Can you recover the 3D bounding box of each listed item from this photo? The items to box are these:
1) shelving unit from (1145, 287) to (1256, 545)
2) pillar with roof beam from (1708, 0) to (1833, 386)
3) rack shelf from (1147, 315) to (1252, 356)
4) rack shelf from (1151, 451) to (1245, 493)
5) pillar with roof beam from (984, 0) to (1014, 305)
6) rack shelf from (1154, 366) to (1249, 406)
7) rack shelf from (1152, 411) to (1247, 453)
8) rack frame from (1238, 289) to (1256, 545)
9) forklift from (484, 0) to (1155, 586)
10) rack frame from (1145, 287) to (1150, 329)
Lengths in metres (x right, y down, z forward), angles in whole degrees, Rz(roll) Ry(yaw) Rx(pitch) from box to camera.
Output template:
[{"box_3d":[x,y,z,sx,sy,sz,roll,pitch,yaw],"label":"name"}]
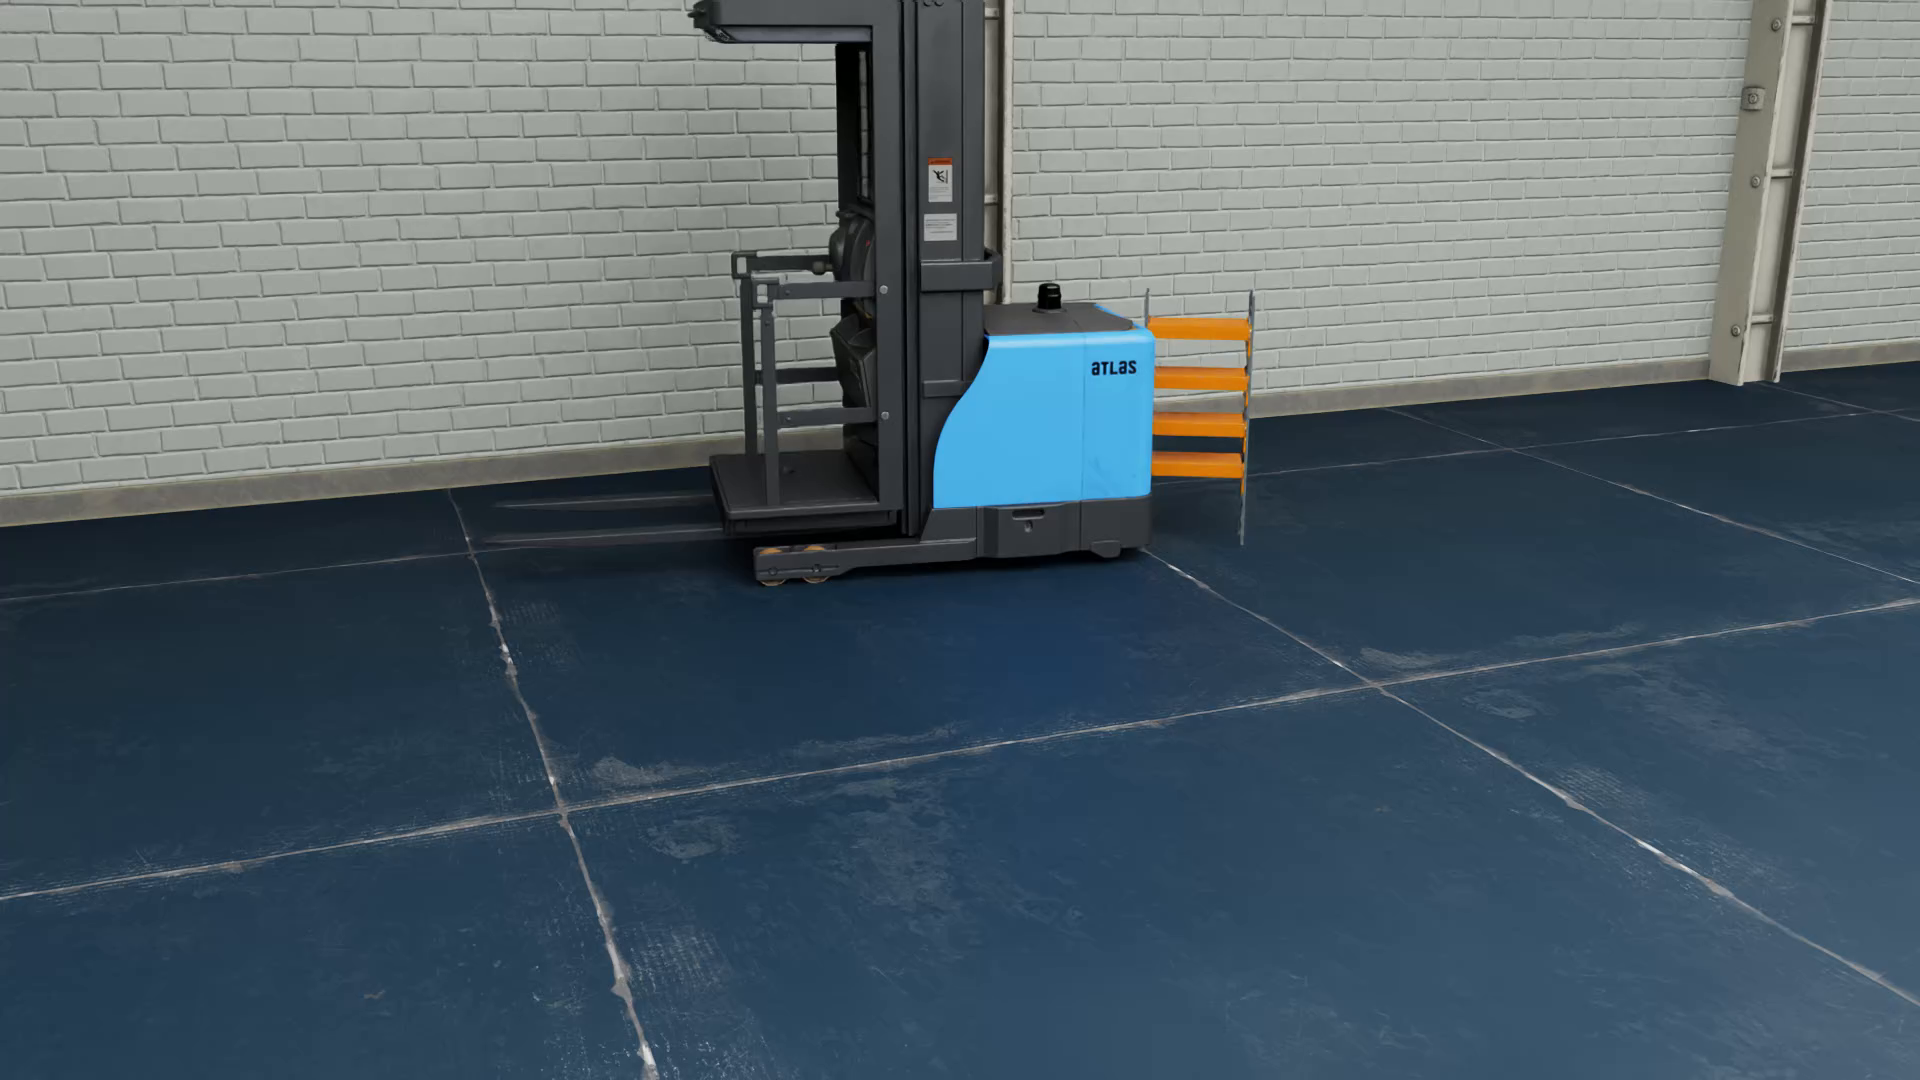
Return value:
[{"box_3d":[1.128,-0.592,7.984,0.503,1.200,0.258,2,16,7],"label":"shelving unit"},{"box_3d":[7.205,-4.344,6.919,0.400,9.000,9.100,-6,17,-20],"label":"pillar with roof beam"},{"box_3d":[1.128,-0.969,7.874,0.480,0.148,0.258,2,16,7],"label":"rack shelf"},{"box_3d":[1.128,-0.337,8.059,0.480,0.148,0.258,2,16,7],"label":"rack shelf"},{"box_3d":[1.602,-3.739,4.859,0.400,9.000,9.100,-6,17,-20],"label":"pillar with roof beam"},{"box_3d":[1.128,-0.742,7.940,0.480,0.148,0.258,2,16,7],"label":"rack shelf"},{"box_3d":[1.128,-0.527,8.003,0.480,0.148,0.258,2,16,7],"label":"rack shelf"},{"box_3d":[1.371,-0.584,7.957,0.015,1.200,0.240,2,16,7],"label":"rack frame"},{"box_3d":[-0.670,-1.363,7.537,3.031,2.935,1.130,-4,17,-12],"label":"forklift"},{"box_3d":[0.886,-0.600,8.012,0.015,1.200,0.240,2,16,7],"label":"rack frame"}]
